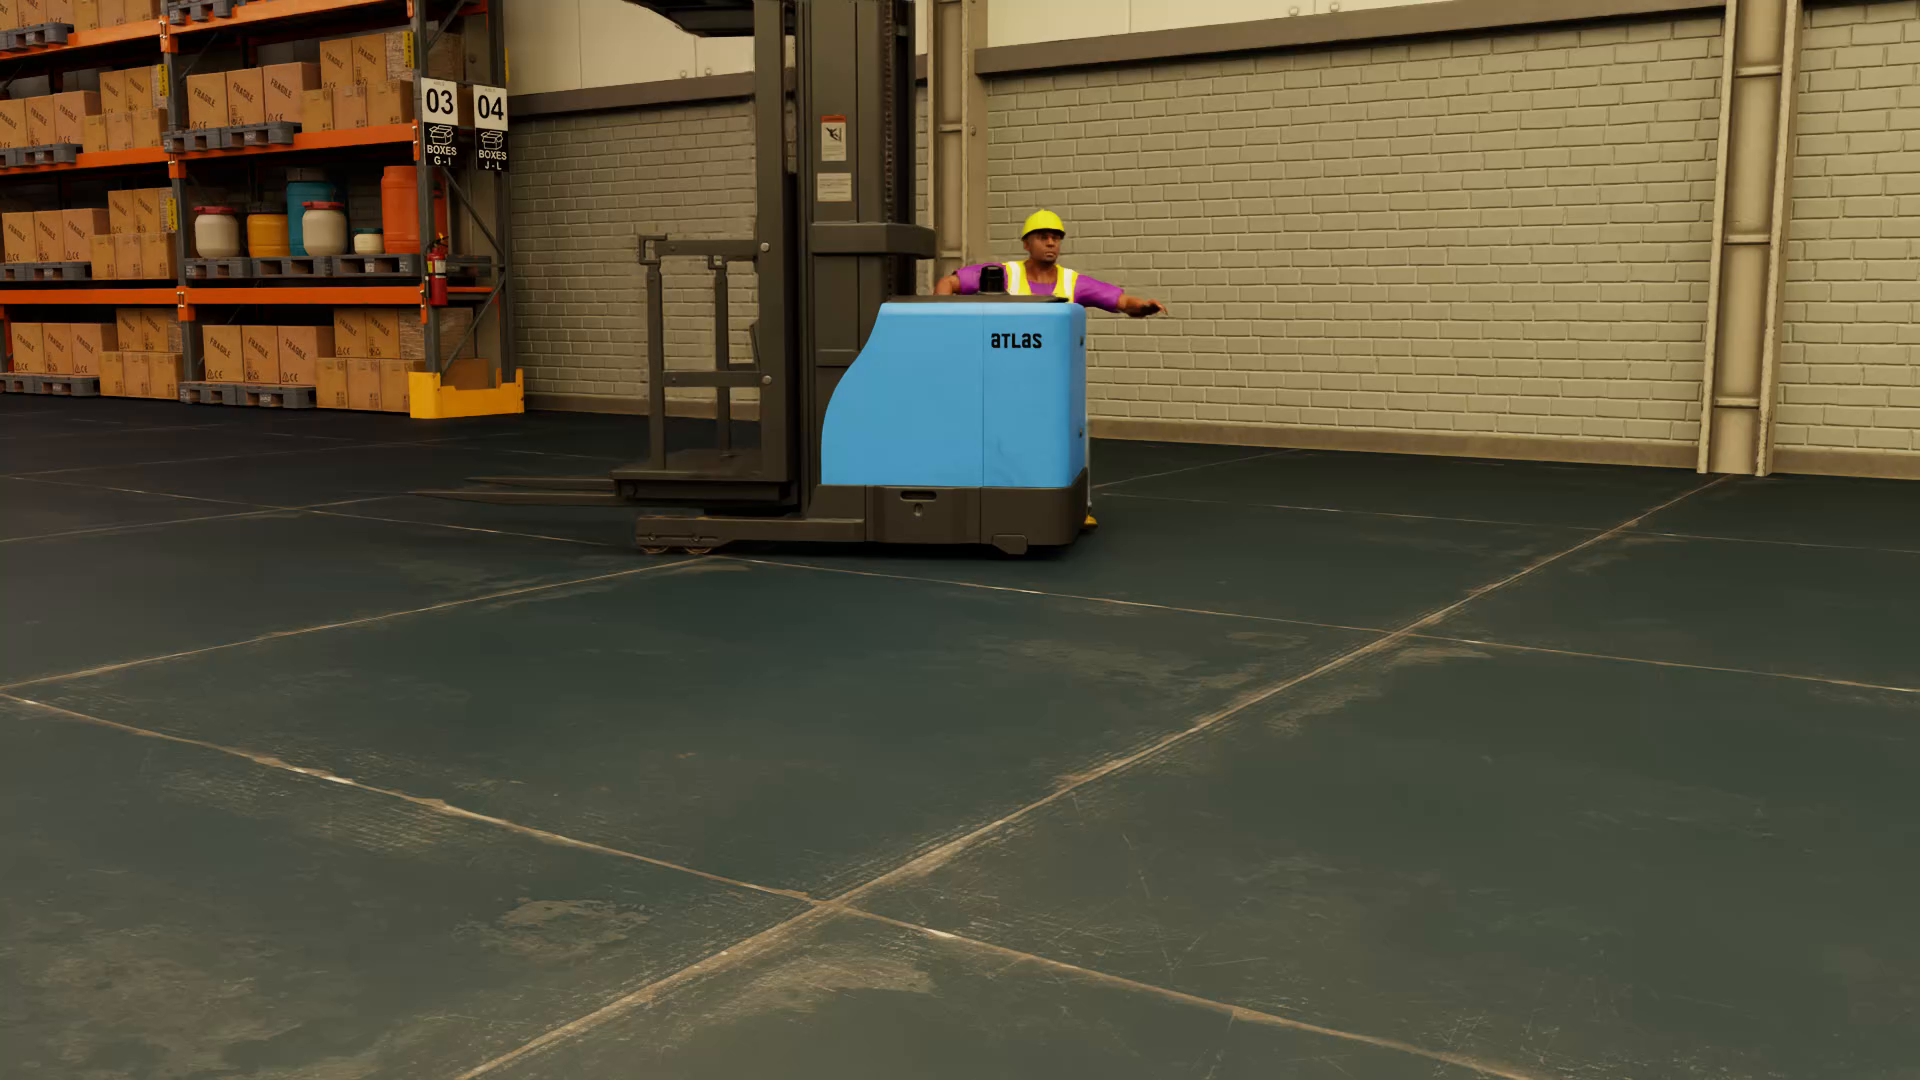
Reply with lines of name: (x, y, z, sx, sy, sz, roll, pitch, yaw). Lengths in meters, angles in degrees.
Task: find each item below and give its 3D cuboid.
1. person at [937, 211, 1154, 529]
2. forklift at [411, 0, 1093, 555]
person: (0.405, -0.823, 8.021, 1.029, 1.525, 0.883, -3, 9, -23)
forklift: (-0.937, -1.458, 7.447, 3.031, 2.935, 1.130, 1, 8, 8)
